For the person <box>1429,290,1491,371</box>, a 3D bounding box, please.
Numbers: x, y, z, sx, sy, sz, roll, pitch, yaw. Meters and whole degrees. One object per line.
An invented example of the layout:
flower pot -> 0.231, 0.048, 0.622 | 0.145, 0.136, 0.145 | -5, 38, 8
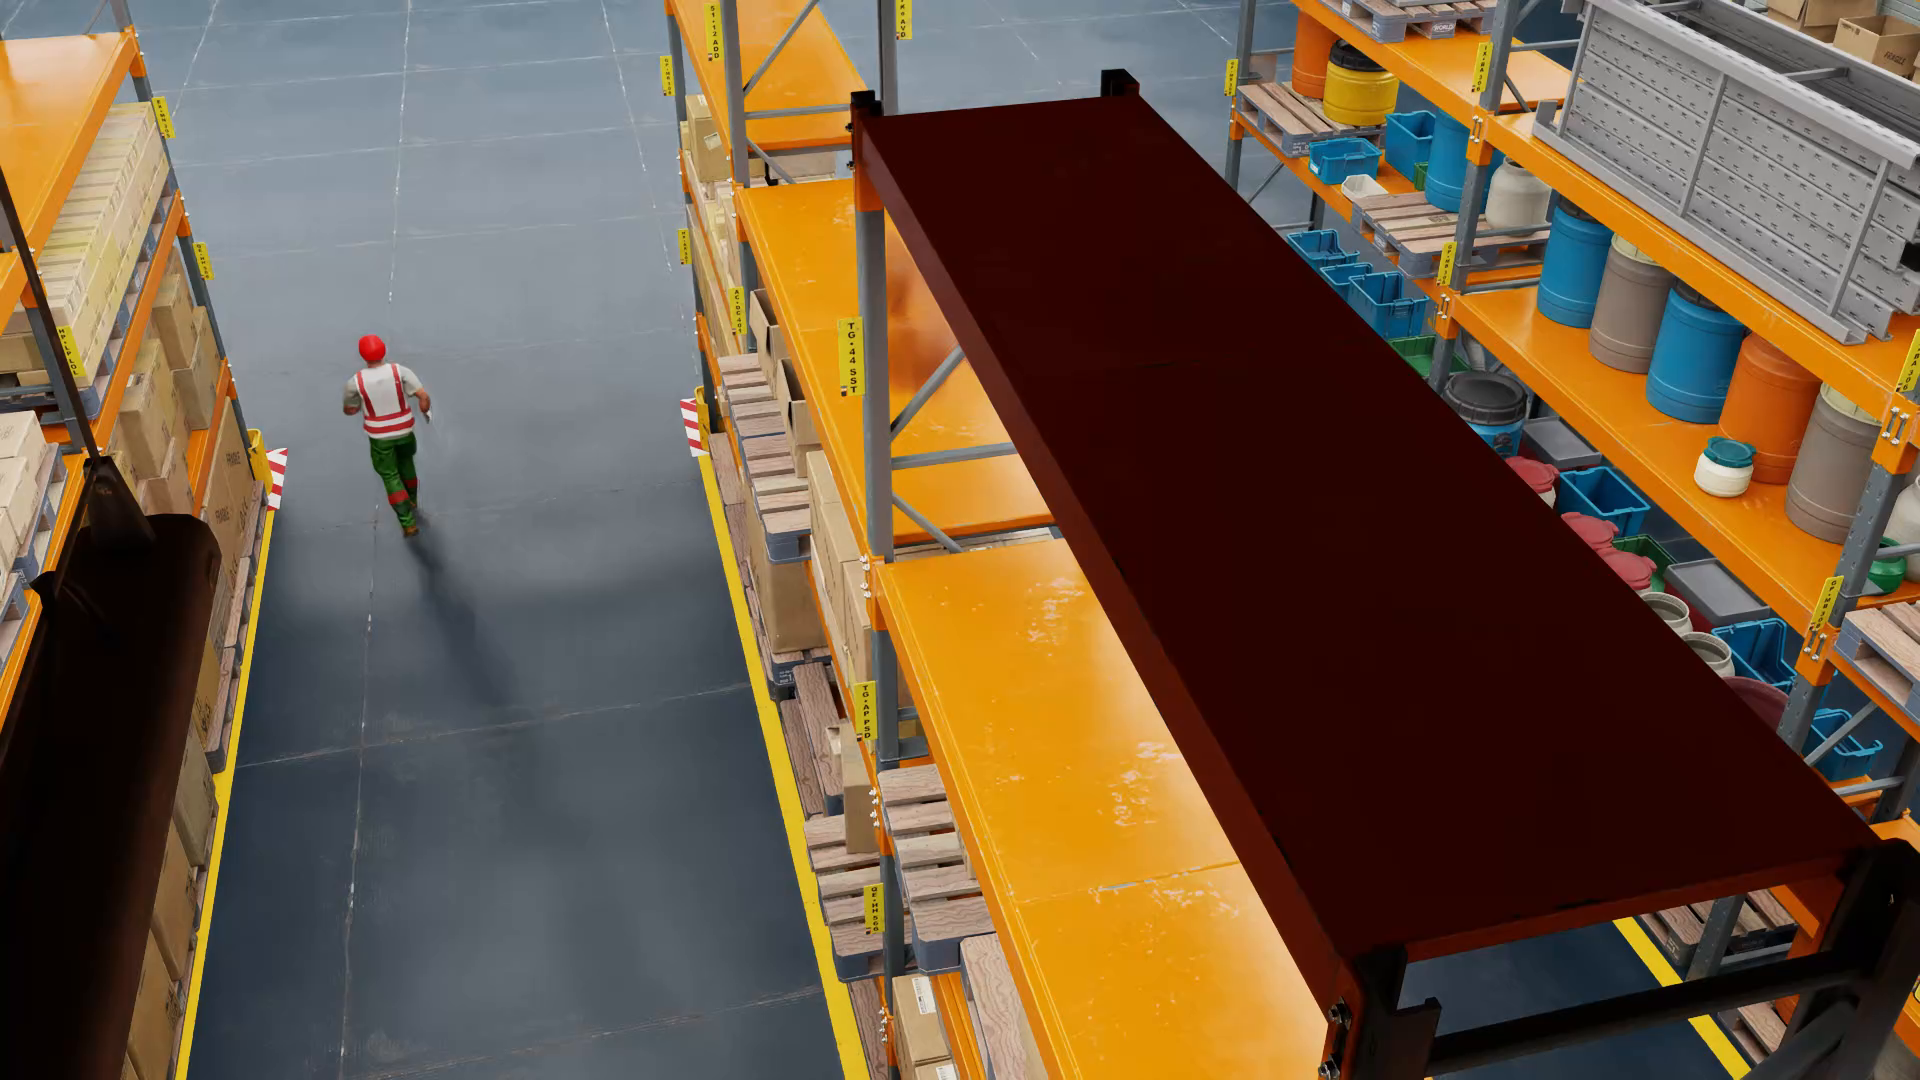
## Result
person -> 4.821, -2.241, 15.836 | 0.660, 1.810, 0.797 | -12, 36, -17

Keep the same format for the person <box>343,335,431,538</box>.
person -> -4.707, -0.889, 13.757 | 0.658, 1.792, 0.923 | -18, 38, -24
